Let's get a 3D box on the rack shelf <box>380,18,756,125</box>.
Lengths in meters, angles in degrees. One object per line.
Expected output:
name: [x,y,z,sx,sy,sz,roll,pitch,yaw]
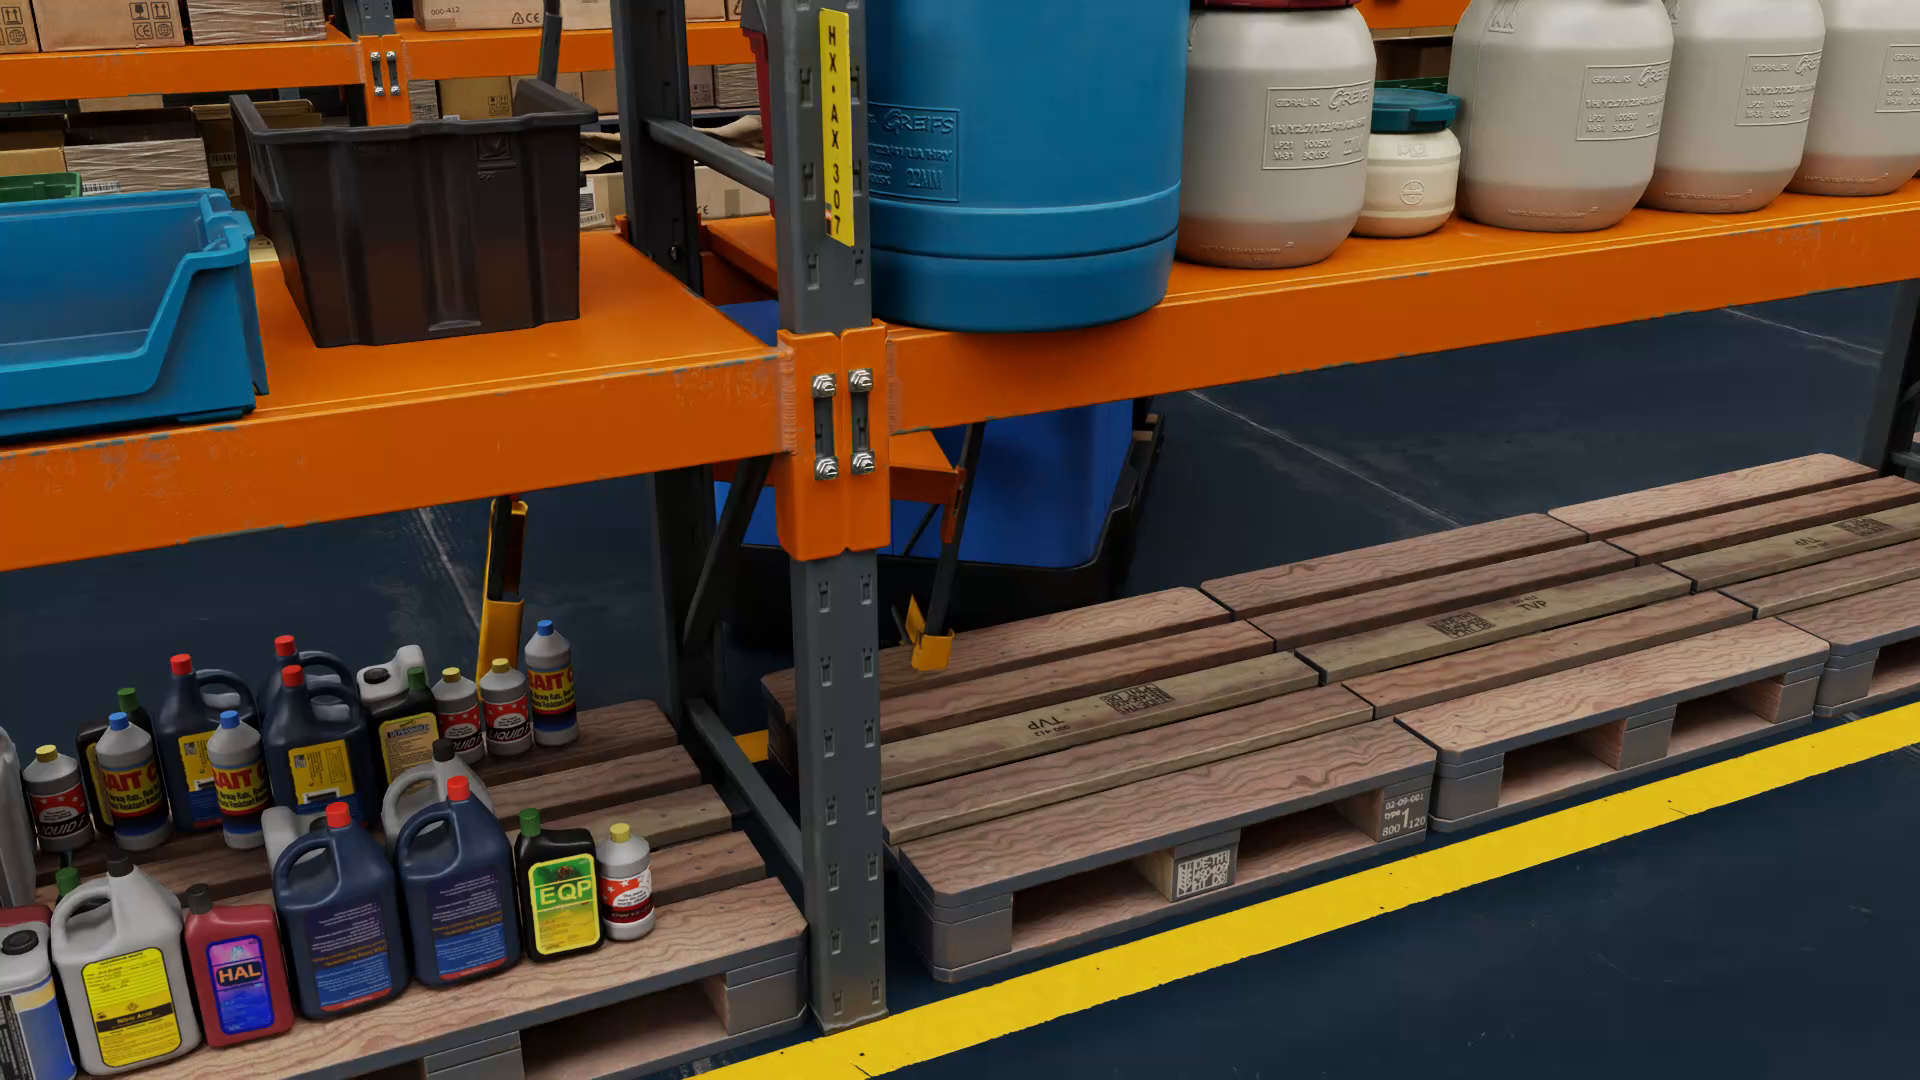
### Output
rack shelf: [-0.749,-2.364,7.981,4.000,0.370,1.077,-10,25,-24]

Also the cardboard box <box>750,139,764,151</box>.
cardboard box: [-0.686,-1.786,7.955,0.500,0.311,0.500,-10,24,-22]

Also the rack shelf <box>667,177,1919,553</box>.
rack shelf: [1.396,-0.657,3.855,4.000,0.370,1.077,-10,25,-24]

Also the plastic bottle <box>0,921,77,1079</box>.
plastic bottle: [-1.474,0.715,2.587,0.135,0.276,0.152,-10,24,-23]

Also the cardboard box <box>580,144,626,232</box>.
cardboard box: [-1.618,-1.612,7.534,0.500,0.311,0.500,-11,25,-24]

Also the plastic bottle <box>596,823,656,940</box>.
plastic bottle: [-0.598,0.600,2.962,0.097,0.201,0.097,0,22,0]

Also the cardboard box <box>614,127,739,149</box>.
cardboard box: [-1.394,-1.884,8.193,0.500,0.311,0.500,-11,25,-24]

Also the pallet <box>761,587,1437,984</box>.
pallet: [0.284,0.487,3.796,1.213,0.211,1.003,-10,25,-24]

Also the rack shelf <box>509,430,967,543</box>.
rack shelf: [-0.536,-0.227,3.929,1.000,0.185,0.538,5,23,-16]

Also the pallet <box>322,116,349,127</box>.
pallet: [-4.002,-2.913,12.011,1.213,0.211,1.003,-10,25,-24]

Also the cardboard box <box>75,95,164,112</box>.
cardboard box: [-5.621,-2.934,11.109,0.500,0.500,0.500,-12,26,-28]

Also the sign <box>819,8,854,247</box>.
sign: [-0.178,-0.594,2.401,0.005,0.325,0.100,-10,25,-24]

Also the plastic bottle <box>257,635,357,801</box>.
plastic bottle: [-1.314,0.354,3.361,0.185,0.351,0.144,-10,24,-22]

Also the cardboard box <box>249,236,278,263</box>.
cardboard box: [-2.874,-1.136,7.119,0.500,0.250,0.500,-10,25,-24]

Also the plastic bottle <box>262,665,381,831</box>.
plastic bottle: [-1.251,0.404,3.241,0.185,0.351,0.144,-10,25,-24]

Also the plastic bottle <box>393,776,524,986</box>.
plastic bottle: [-0.862,0.569,2.841,0.185,0.351,0.144,-11,25,-25]

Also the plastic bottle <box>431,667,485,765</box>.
plastic bottle: [-1.067,0.368,3.523,0.097,0.201,0.097,0,22,0]

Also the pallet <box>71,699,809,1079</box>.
pallet: [-1.030,0.728,3.215,1.213,0.211,1.003,-10,25,-24]

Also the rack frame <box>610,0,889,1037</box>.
rack frame: [-0.406,-0.657,2.916,0.127,3.000,1.000,-10,25,-24]

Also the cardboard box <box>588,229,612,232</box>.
cardboard box: [-1.619,-1.354,7.646,0.500,0.250,0.500,-10,24,-22]

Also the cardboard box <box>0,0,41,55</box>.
cardboard box: [-3.875,-2.164,6.425,0.500,0.500,0.700,-10,25,-23]

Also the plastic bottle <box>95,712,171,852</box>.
plastic bottle: [-1.600,0.459,3.210,0.097,0.271,0.097,0,22,0]

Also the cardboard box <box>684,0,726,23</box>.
cardboard box: [-1.378,-2.620,7.528,0.500,0.500,0.500,-9,24,-20]

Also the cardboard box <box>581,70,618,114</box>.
cardboard box: [-2.675,-3.508,12.497,0.500,0.500,0.700,-11,25,-24]

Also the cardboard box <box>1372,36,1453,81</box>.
cardboard box: [2.763,-2.841,9.905,0.500,0.250,0.500,-11,25,-25]

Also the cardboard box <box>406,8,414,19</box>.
cardboard box: [-3.652,-3.668,11.903,0.500,0.250,0.500,-11,25,-25]

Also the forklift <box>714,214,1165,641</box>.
forklift: [0.124,-1.589,5.256,1.130,2.935,3.031,4,23,11]

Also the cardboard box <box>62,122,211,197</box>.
cardboard box: [-3.330,-1.404,6.785,0.500,0.500,0.500,-10,25,-24]

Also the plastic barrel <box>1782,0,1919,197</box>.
plastic barrel: [1.984,-1.058,3.739,0.421,0.512,0.421,0,22,0]

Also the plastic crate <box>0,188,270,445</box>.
plastic crate: [-1.286,-0.311,2.275,0.616,0.251,0.499,-10,25,-24]

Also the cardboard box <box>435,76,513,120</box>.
cardboard box: [-3.603,-3.351,12.116,0.500,0.500,0.700,-11,25,-25]

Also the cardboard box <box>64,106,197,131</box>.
cardboard box: [-3.552,-1.580,7.212,0.500,0.500,0.500,-10,25,-24]

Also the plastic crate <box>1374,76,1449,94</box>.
plastic crate: [1.040,-0.946,3.890,0.662,0.188,0.450,-10,25,-24]

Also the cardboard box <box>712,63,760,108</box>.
cardboard box: [-1.725,-3.646,12.829,0.500,0.500,0.700,-10,25,-23]

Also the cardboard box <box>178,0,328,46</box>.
cardboard box: [-2.948,-2.335,6.839,0.500,0.500,0.700,-11,25,-25]

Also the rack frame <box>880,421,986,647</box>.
rack frame: [-0.014,-0.343,4.004,0.032,1.500,0.500,5,23,-16]

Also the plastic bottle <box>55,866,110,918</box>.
plastic bottle: [-1.393,0.655,2.722,0.133,0.283,0.061,-10,25,-24]

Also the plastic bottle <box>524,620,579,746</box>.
plastic bottle: [-0.884,0.302,3.591,0.097,0.271,0.097,0,22,0]

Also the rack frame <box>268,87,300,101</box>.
rack frame: [-4.703,-4.072,11.164,0.127,3.000,1.000,-10,25,-24]

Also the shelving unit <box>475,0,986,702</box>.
shelving unit: [-0.492,-0.389,3.865,1.083,1.500,0.587,5,23,-16]

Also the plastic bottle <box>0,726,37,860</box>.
plastic bottle: [-1.867,0.456,3.115,0.185,0.351,0.144,-11,25,-24]

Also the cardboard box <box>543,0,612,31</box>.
cardboard box: [-1.664,-2.325,7.274,0.250,0.149,0.380,-10,25,-24]

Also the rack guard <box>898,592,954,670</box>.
rack guard: [-0.137,0.224,4.235,0.087,0.250,0.587,5,23,-16]

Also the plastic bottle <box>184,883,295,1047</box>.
plastic bottle: [-1.163,0.674,2.677,0.133,0.283,0.061,-9,24,-20]

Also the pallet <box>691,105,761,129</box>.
pallet: [-1.804,-3.318,12.989,1.213,0.211,1.003,-10,25,-24]

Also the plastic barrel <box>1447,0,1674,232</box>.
plastic barrel: [1.212,-0.925,3.385,0.433,0.535,0.433,0,22,0]

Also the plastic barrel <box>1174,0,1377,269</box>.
plastic barrel: [0.551,-0.803,3.091,0.433,0.535,0.433,0,22,0]

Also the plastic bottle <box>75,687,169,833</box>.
plastic bottle: [-1.651,0.430,3.266,0.133,0.283,0.061,-9,24,-21]

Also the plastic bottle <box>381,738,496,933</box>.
plastic bottle: [-0.924,0.520,2.961,0.185,0.351,0.144,-10,25,-24]

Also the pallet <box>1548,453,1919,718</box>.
pallet: [2.483,0.083,4.774,1.213,0.211,1.003,-10,25,-24]

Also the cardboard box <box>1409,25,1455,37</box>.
cardboard box: [4.141,-4.693,15.385,0.500,0.500,0.700,-10,24,-22]
